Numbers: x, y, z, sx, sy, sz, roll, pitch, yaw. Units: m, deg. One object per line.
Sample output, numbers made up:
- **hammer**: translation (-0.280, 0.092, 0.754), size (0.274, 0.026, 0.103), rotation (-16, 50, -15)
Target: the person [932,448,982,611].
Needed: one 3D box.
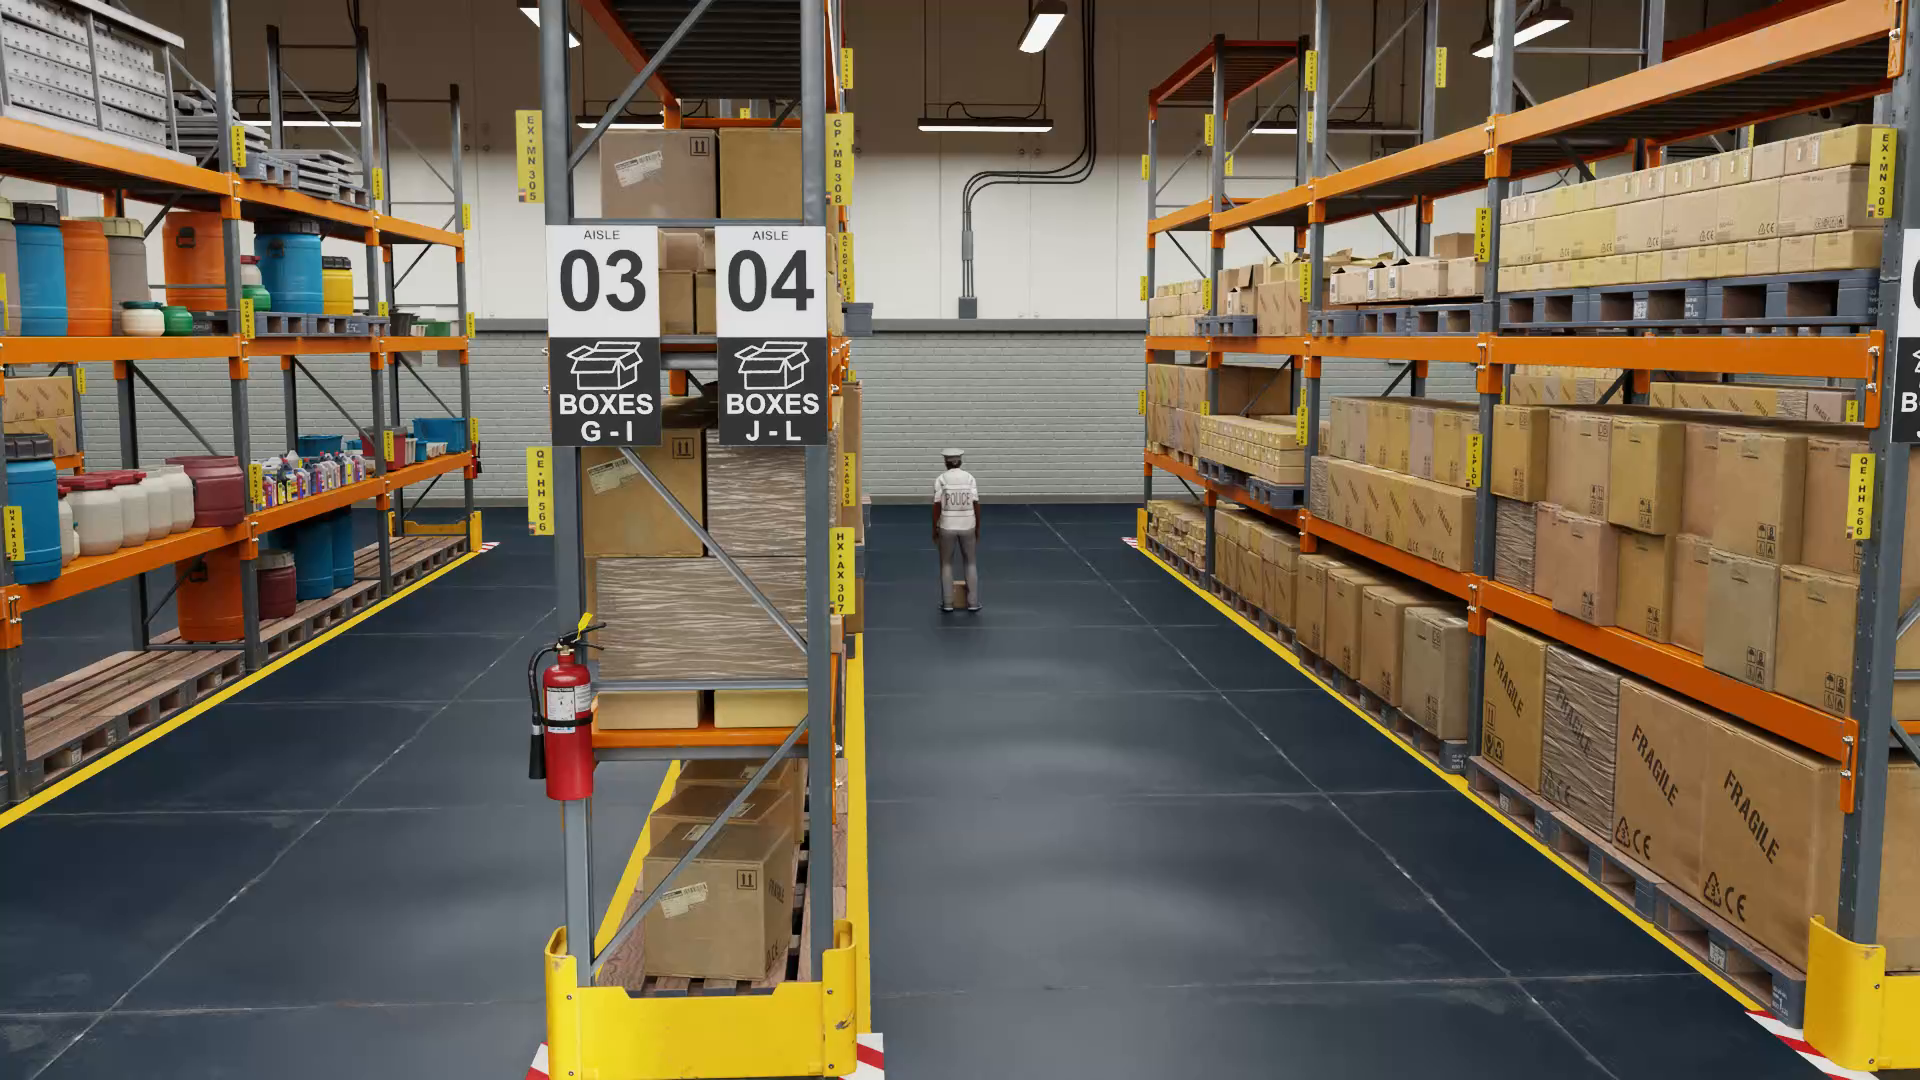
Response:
- **person**: translation (-0.027, -0.101, 17.079), size (0.530, 1.659, 0.398), rotation (-1, 7, -7)
